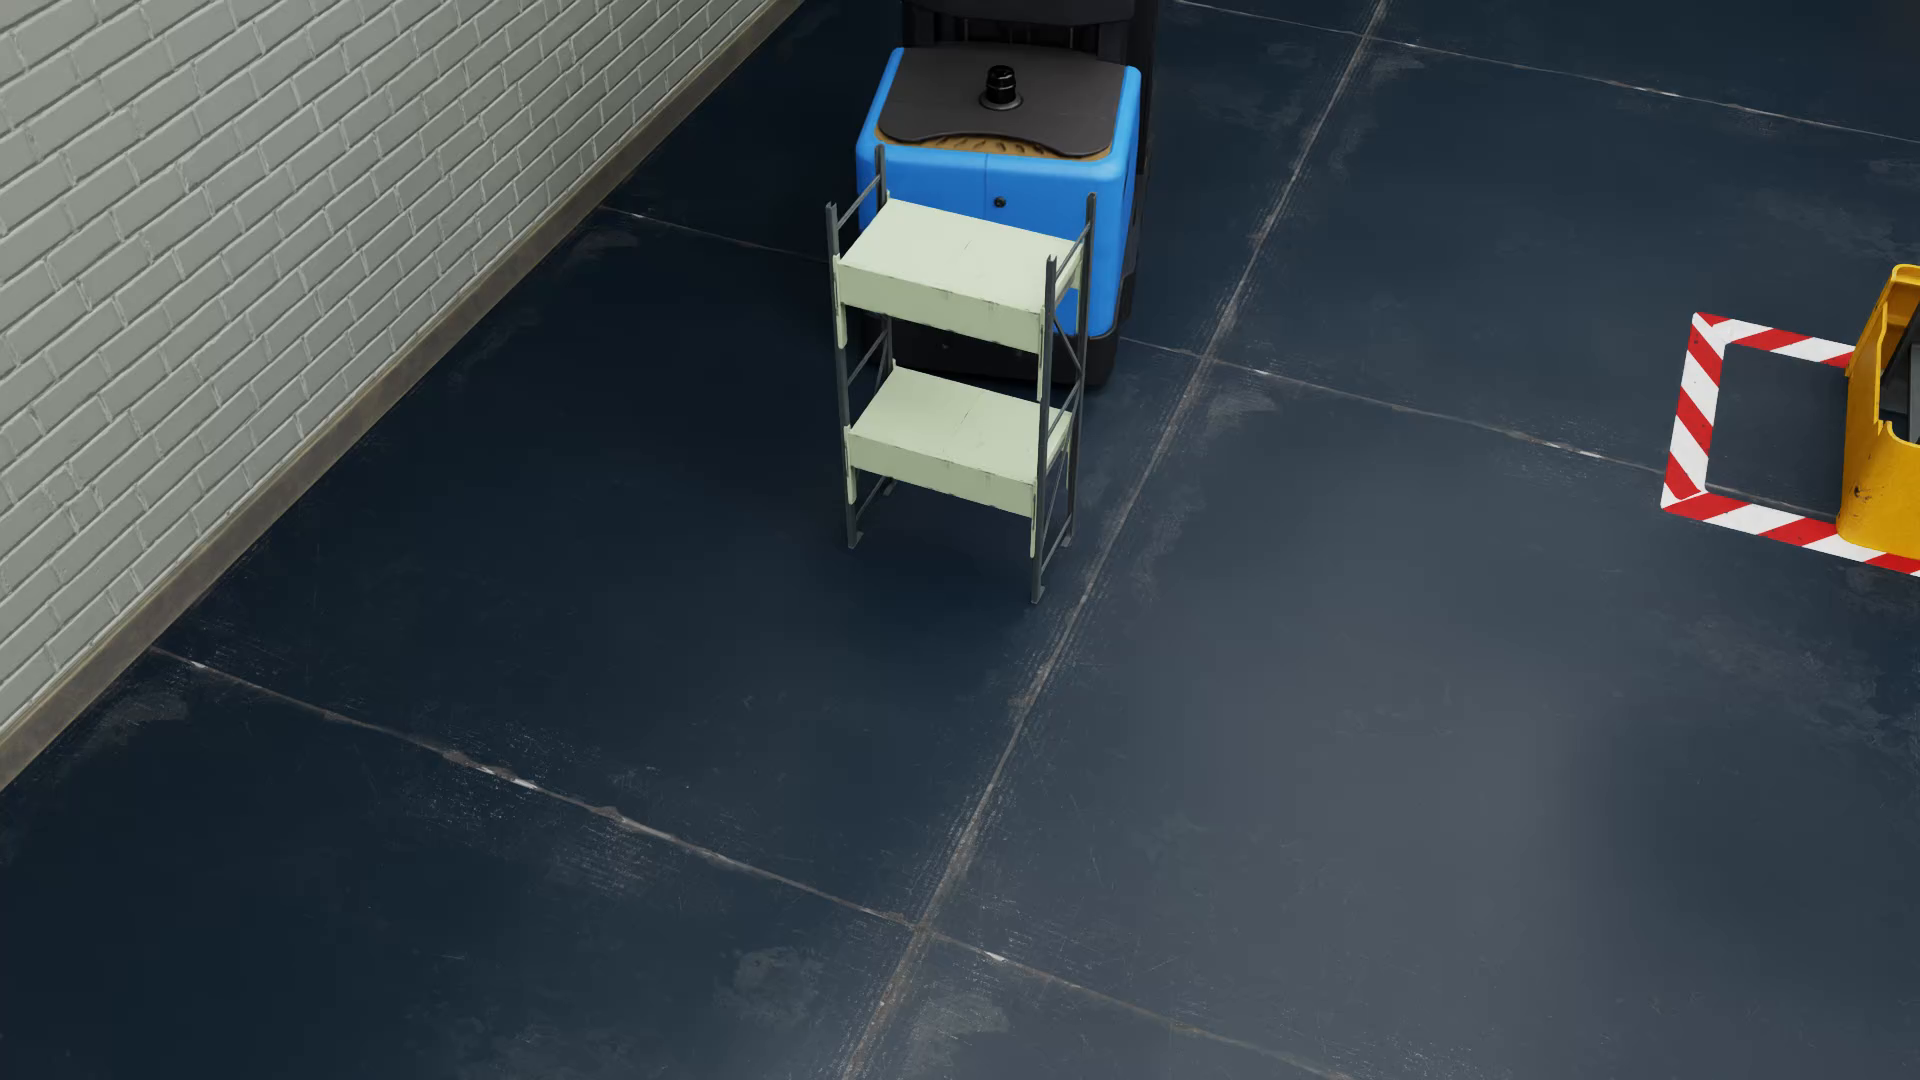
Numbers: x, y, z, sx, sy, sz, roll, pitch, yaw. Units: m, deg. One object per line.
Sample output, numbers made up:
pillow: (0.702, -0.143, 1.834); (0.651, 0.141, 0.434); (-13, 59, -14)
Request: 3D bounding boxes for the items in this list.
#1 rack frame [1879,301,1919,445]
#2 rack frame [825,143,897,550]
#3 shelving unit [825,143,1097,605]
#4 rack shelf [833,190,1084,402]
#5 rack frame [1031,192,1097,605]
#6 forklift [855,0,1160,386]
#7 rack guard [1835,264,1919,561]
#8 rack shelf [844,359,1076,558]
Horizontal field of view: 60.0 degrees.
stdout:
rack frame: (3.696, -1.393, 5.523); (0.127, 3.000, 1.000); (16, 47, 16)
rack frame: (-0.332, -0.629, 5.819); (0.023, 1.500, 0.400); (16, 47, 16)
shelving unit: (0.006, -0.530, 5.719); (0.755, 1.500, 0.431); (16, 47, 16)
rack shelf: (0.006, -0.807, 5.444); (0.720, 0.370, 0.431); (16, 47, 16)
rack frame: (0.344, -0.430, 5.619); (0.023, 1.500, 0.400); (16, 47, 16)
forklift: (0.335, -2.719, 6.905); (1.130, 2.935, 3.031); (7, 45, 7)
rack guard: (3.674, -0.513, 6.411); (0.348, 0.500, 1.175); (16, 47, 16)
rack shelf: (0.006, -0.299, 5.949); (0.720, 0.370, 0.431); (16, 47, 16)
